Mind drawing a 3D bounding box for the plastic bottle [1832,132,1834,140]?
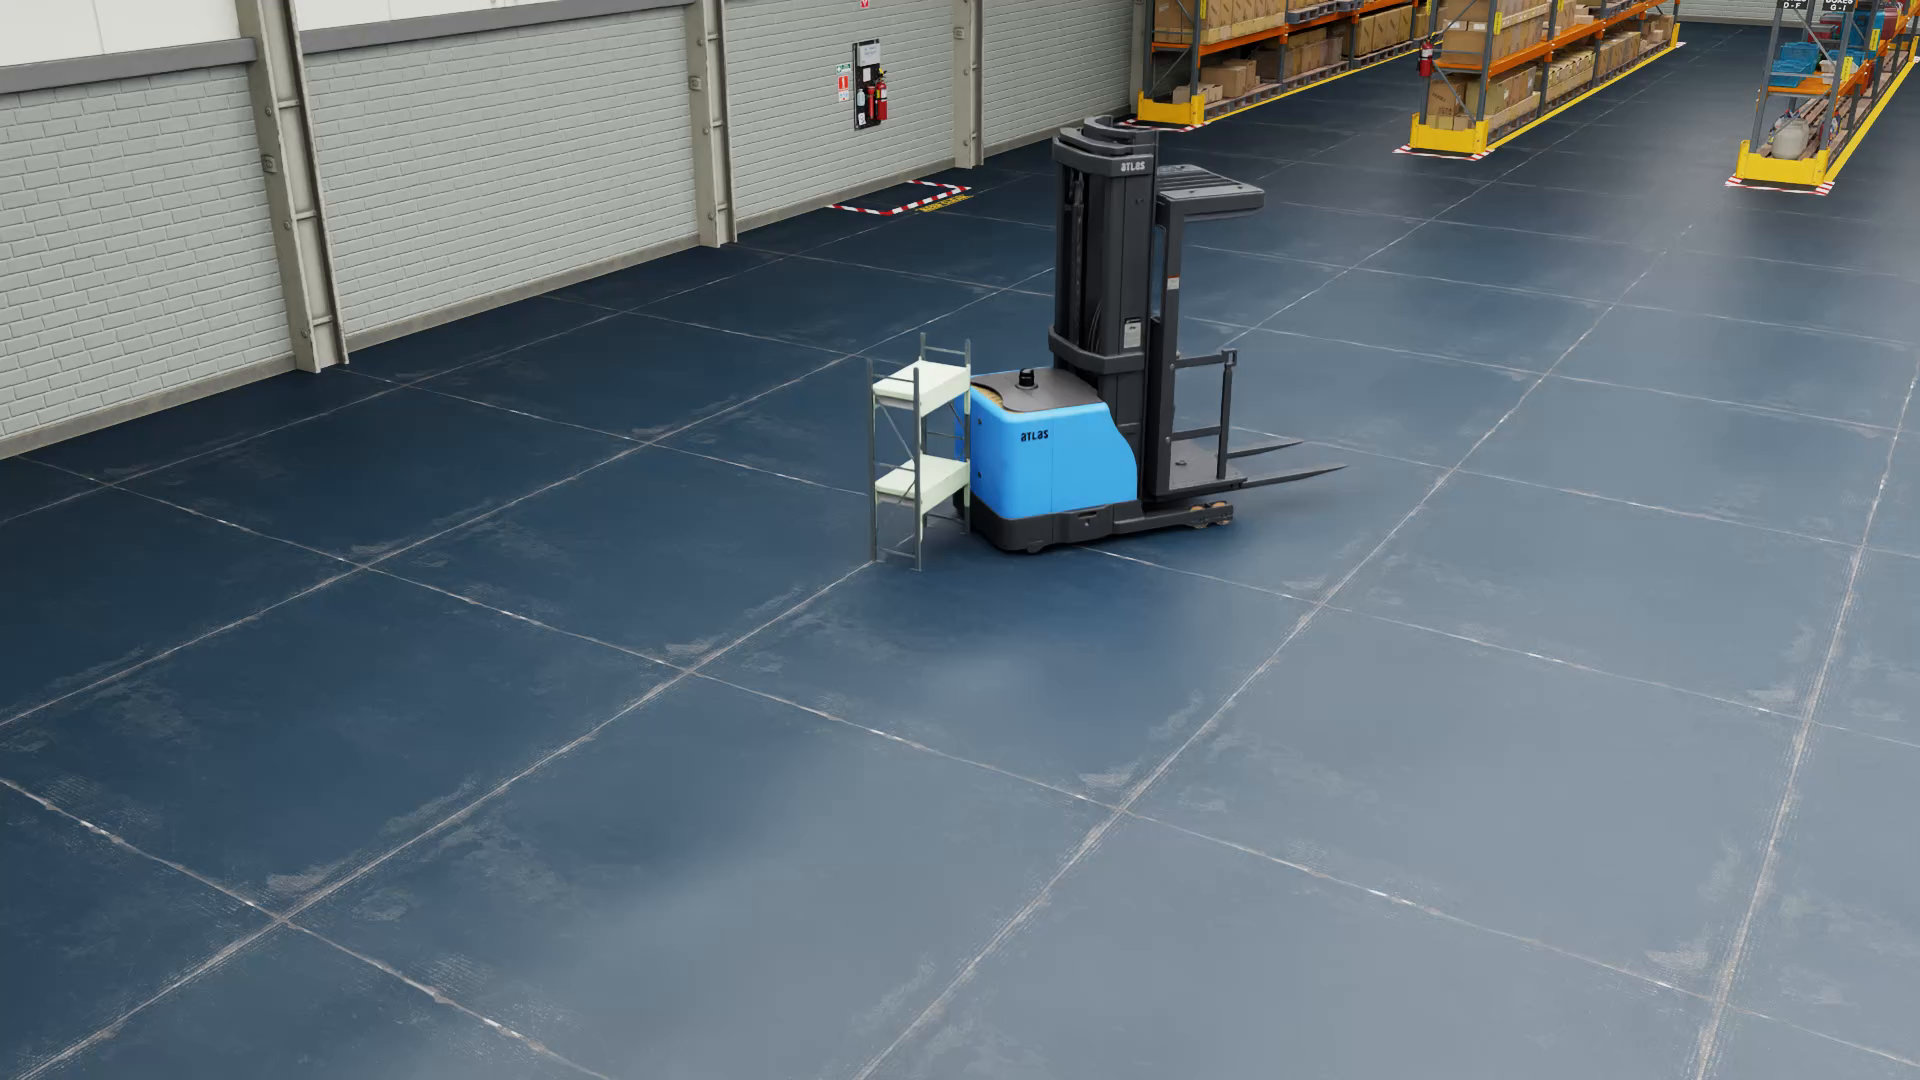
[{"bbox_3d":[13.692,-6.373,26.165,0.097,0.201,0.097,0,23,0],"label":"plastic bottle"}]

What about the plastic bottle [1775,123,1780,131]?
[{"bbox_3d":[12.829,-6.400,26.132,0.152,0.276,0.135,14,27,29],"label":"plastic bottle"}]

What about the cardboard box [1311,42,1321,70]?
[{"bbox_3d":[6.936,-9.910,33.960,0.700,0.500,0.500,14,27,29],"label":"cardboard box"}]

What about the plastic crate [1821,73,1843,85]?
[{"bbox_3d":[12.822,-6.770,24.445,0.298,0.136,0.250,14,27,29],"label":"plastic crate"}]

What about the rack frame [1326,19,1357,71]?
[{"bbox_3d":[7.880,-11.433,34.884,1.000,3.000,0.127,14,27,29],"label":"rack frame"}]

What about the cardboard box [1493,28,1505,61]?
[{"bbox_3d":[8.401,-8.075,27.001,0.700,0.500,0.500,15,27,30],"label":"cardboard box"}]

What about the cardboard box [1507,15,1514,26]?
[{"bbox_3d":[8.804,-8.476,27.110,0.380,0.149,0.250,13,27,27],"label":"cardboard box"}]

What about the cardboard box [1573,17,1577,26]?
[{"bbox_3d":[11.466,-9.838,31.517,0.380,0.149,0.250,16,28,33],"label":"cardboard box"}]

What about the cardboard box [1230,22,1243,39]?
[{"bbox_3d":[4.723,-9.120,29.705,0.500,0.250,0.500,13,27,28],"label":"cardboard box"}]

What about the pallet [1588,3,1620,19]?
[{"bbox_3d":[12.388,-10.551,33.089,1.213,0.211,1.003,14,27,29],"label":"pallet"}]

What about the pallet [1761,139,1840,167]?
[{"bbox_3d":[13.154,-6.096,26.065,1.003,0.211,1.213,14,27,29],"label":"pallet"}]

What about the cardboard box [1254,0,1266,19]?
[{"bbox_3d":[5.250,-9.805,30.344,0.500,0.500,0.500,13,27,27],"label":"cardboard box"}]

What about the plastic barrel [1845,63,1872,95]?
[{"bbox_3d":[16.540,-8.722,30.825,0.600,0.830,0.708,14,27,29],"label":"plastic barrel"}]

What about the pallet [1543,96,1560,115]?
[{"bbox_3d":[10.336,-8.023,30.517,1.003,0.211,1.213,14,27,29],"label":"pallet"}]

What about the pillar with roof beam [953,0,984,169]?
[{"bbox_3d":[3.787,-8.976,21.657,9.100,9.000,0.400,14,27,29],"label":"pillar with roof beam"}]

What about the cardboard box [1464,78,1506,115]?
[{"bbox_3d":[8.604,-7.274,27.266,0.500,0.500,0.500,14,27,29],"label":"cardboard box"}]

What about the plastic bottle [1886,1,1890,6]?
[{"bbox_3d":[17.980,-10.273,32.267,0.144,0.351,0.185,14,27,29],"label":"plastic bottle"}]

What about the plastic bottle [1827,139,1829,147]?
[{"bbox_3d":[13.352,-6.156,25.663,0.097,0.201,0.097,0,23,0],"label":"plastic bottle"}]

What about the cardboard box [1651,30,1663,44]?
[{"bbox_3d":[15.706,-11.487,37.915,0.500,0.250,0.500,14,27,29],"label":"cardboard box"}]

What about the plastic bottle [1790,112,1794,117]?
[{"bbox_3d":[13.499,-6.828,27.121,0.152,0.276,0.135,15,28,31],"label":"plastic bottle"}]

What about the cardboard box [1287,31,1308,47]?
[{"bbox_3d":[6.645,-10.059,33.360,0.500,0.250,0.500,13,27,27],"label":"cardboard box"}]

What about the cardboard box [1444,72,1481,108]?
[{"bbox_3d":[8.416,-7.555,27.914,0.500,0.500,0.500,14,27,29],"label":"cardboard box"}]

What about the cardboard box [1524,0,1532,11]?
[{"bbox_3d":[9.222,-9.196,27.959,0.700,0.500,0.500,14,27,29],"label":"cardboard box"}]

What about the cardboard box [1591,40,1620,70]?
[{"bbox_3d":[13.114,-9.891,33.914,0.500,0.500,0.500,13,27,28],"label":"cardboard box"}]

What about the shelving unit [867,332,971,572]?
[{"bbox_3d":[-0.280,-0.629,11.815,0.431,1.500,0.755,12,26,26],"label":"shelving unit"}]

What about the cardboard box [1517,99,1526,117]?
[{"bbox_3d":[9.398,-7.436,28.584,0.500,0.250,0.500,14,27,29],"label":"cardboard box"}]

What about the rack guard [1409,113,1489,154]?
[{"bbox_3d":[7.858,-6.541,26.729,1.175,0.500,0.348,14,27,29],"label":"rack guard"}]

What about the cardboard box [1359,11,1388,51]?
[{"bbox_3d":[8.847,-11.154,36.417,0.750,0.750,0.750,14,27,29],"label":"cardboard box"}]

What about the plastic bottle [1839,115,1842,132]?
[{"bbox_3d":[14.213,-6.730,26.887,0.061,0.283,0.133,15,28,32],"label":"plastic bottle"}]

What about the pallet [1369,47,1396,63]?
[{"bbox_3d":[9.004,-10.814,36.963,1.003,0.211,1.213,14,27,29],"label":"pallet"}]

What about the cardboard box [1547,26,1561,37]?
[{"bbox_3d":[10.622,-9.187,30.012,0.380,0.149,0.250,14,27,29],"label":"cardboard box"}]

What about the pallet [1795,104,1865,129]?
[{"bbox_3d":[15.211,-7.414,29.109,1.003,0.211,1.213,14,27,29],"label":"pallet"}]

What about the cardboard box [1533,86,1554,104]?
[{"bbox_3d":[10.404,-8.061,30.027,0.500,0.250,0.500,13,27,28],"label":"cardboard box"}]

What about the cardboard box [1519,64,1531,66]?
[{"bbox_3d":[10.220,-8.608,30.585,0.500,0.311,0.500,15,27,30],"label":"cardboard box"}]

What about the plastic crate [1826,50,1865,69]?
[{"bbox_3d":[13.834,-7.508,26.005,0.499,0.251,0.616,14,27,29],"label":"plastic crate"}]

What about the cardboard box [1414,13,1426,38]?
[{"bbox_3d":[10.472,-12.059,38.949,0.700,0.500,0.500,14,27,30],"label":"cardboard box"}]

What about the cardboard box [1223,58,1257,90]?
[{"bbox_3d":[5.257,-8.779,31.346,0.500,0.500,0.500,12,26,25],"label":"cardboard box"}]

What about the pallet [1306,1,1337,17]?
[{"bbox_3d":[6.871,-10.668,33.359,1.003,0.211,1.213,14,27,29],"label":"pallet"}]

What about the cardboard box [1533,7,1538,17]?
[{"bbox_3d":[9.613,-8.992,28.303,0.380,0.149,0.250,14,27,29],"label":"cardboard box"}]

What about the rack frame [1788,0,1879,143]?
[{"bbox_3d":[14.187,-8.007,26.969,1.000,3.000,0.127,14,27,29],"label":"rack frame"}]

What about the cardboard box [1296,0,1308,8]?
[{"bbox_3d":[6.368,-10.682,32.470,0.700,0.500,0.500,17,29,34],"label":"cardboard box"}]

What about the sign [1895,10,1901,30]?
[{"bbox_3d":[16.768,-9.319,29.795,0.100,0.325,0.005,14,27,29],"label":"sign"}]

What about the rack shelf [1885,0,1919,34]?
[{"bbox_3d":[19.462,-11.052,34.909,1.077,0.370,4.000,14,27,29],"label":"rack shelf"}]

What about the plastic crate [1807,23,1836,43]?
[{"bbox_3d":[14.182,-8.264,27.482,0.402,0.464,0.583,14,27,29],"label":"plastic crate"}]

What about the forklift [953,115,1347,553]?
[{"bbox_3d":[1.512,-1.613,12.287,3.031,2.935,1.130,-9,25,-21],"label":"forklift"}]

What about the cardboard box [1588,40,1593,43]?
[{"bbox_3d":[12.658,-9.990,34.144,0.500,0.500,0.500,13,27,27],"label":"cardboard box"}]

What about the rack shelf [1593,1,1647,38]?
[{"bbox_3d":[13.145,-10.741,34.191,1.077,0.370,4.000,14,27,29],"label":"rack shelf"}]

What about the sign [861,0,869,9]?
[{"bbox_3d":[-1.295,-7.381,22.606,0.001,0.298,0.199,14,27,29],"label":"sign"}]

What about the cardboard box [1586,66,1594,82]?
[{"bbox_3d":[12.020,-9.098,32.423,0.500,0.250,0.500,15,27,30],"label":"cardboard box"}]

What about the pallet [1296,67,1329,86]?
[{"bbox_3d":[6.822,-9.480,33.882,1.003,0.211,1.213,14,27,29],"label":"pallet"}]

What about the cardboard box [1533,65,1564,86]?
[{"bbox_3d":[10.679,-8.489,30.311,0.500,0.311,0.500,14,27,28],"label":"cardboard box"}]
